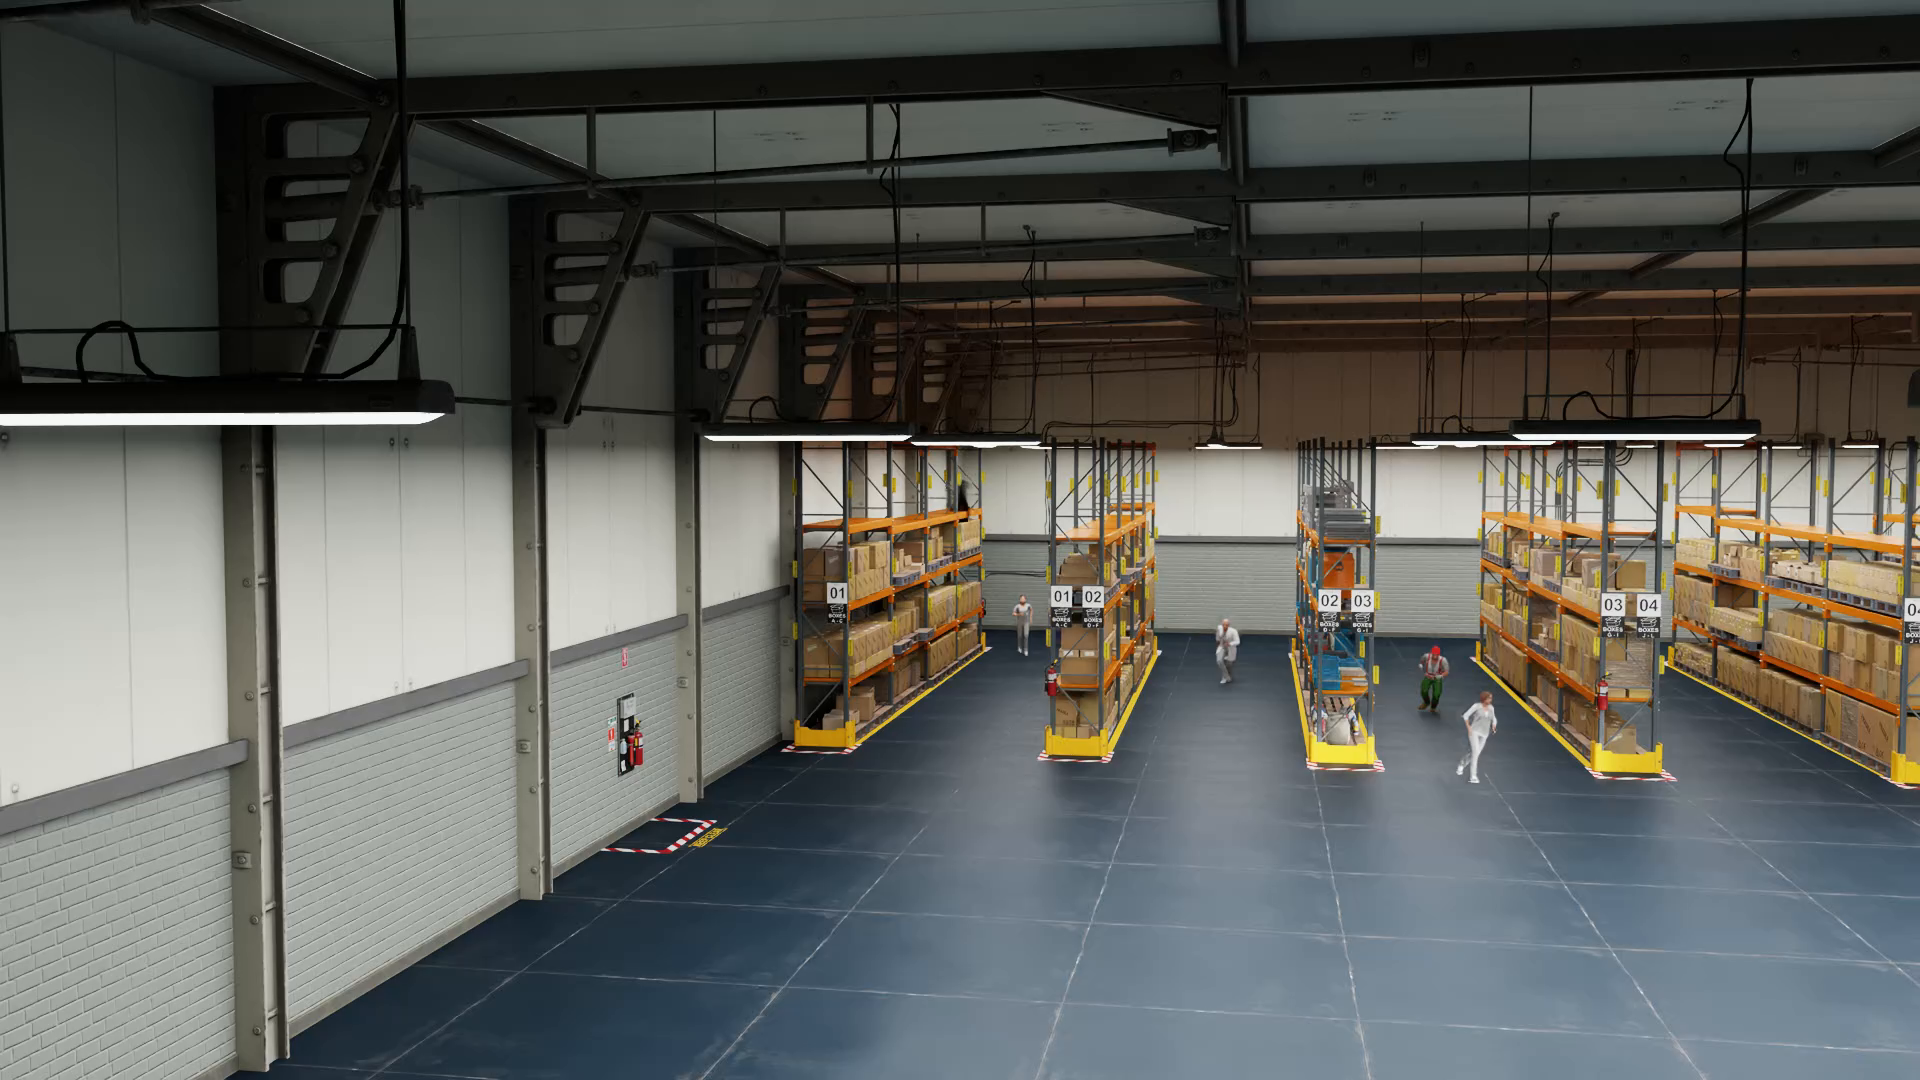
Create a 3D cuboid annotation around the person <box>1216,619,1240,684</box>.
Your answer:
[{"bbox_3d":[6.621,2.725,41.108,0.706,1.608,1.186,1,3,22],"label":"person"}]

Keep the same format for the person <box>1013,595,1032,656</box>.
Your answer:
[{"bbox_3d":[1.766,2.377,46.840,0.581,1.673,0.951,0,3,-5],"label":"person"}]

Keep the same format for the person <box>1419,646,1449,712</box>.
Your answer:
[{"bbox_3d":[10.302,3.036,36.214,0.713,1.514,0.957,1,3,23],"label":"person"}]

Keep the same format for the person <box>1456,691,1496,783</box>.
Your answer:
[{"bbox_3d":[9.079,3.410,29.079,0.635,1.541,0.760,-1,3,-18],"label":"person"}]

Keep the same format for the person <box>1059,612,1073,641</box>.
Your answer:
[{"bbox_3d":[3.290,2.312,49.267,0.710,1.681,0.661,2,3,28],"label":"person"}]
